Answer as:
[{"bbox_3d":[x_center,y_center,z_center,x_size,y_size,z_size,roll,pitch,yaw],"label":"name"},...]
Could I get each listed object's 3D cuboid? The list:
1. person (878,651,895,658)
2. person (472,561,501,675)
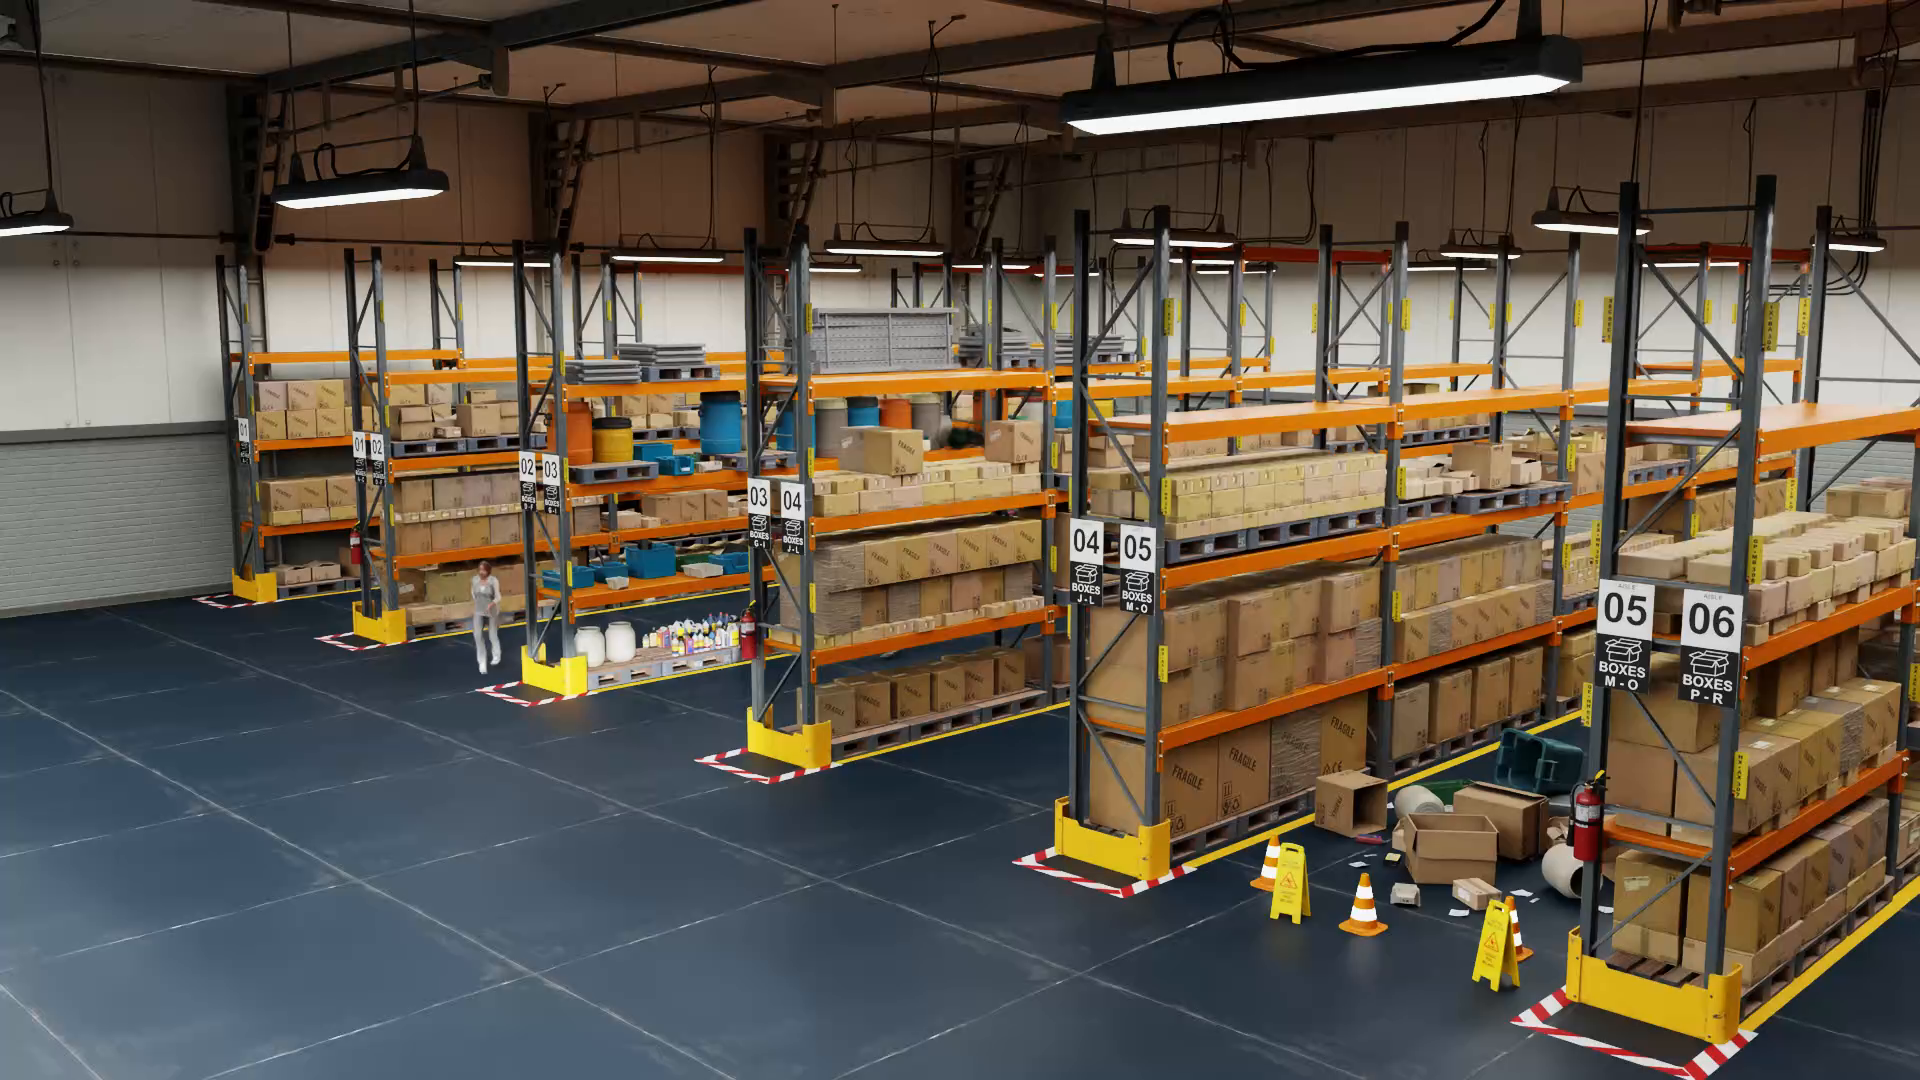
[{"bbox_3d":[-1.151,0.891,24.200,0.679,1.690,0.684,8,11,44],"label":"person"},{"bbox_3d":[-6.669,1.087,23.432,0.440,1.606,0.798,-1,8,-6],"label":"person"}]
